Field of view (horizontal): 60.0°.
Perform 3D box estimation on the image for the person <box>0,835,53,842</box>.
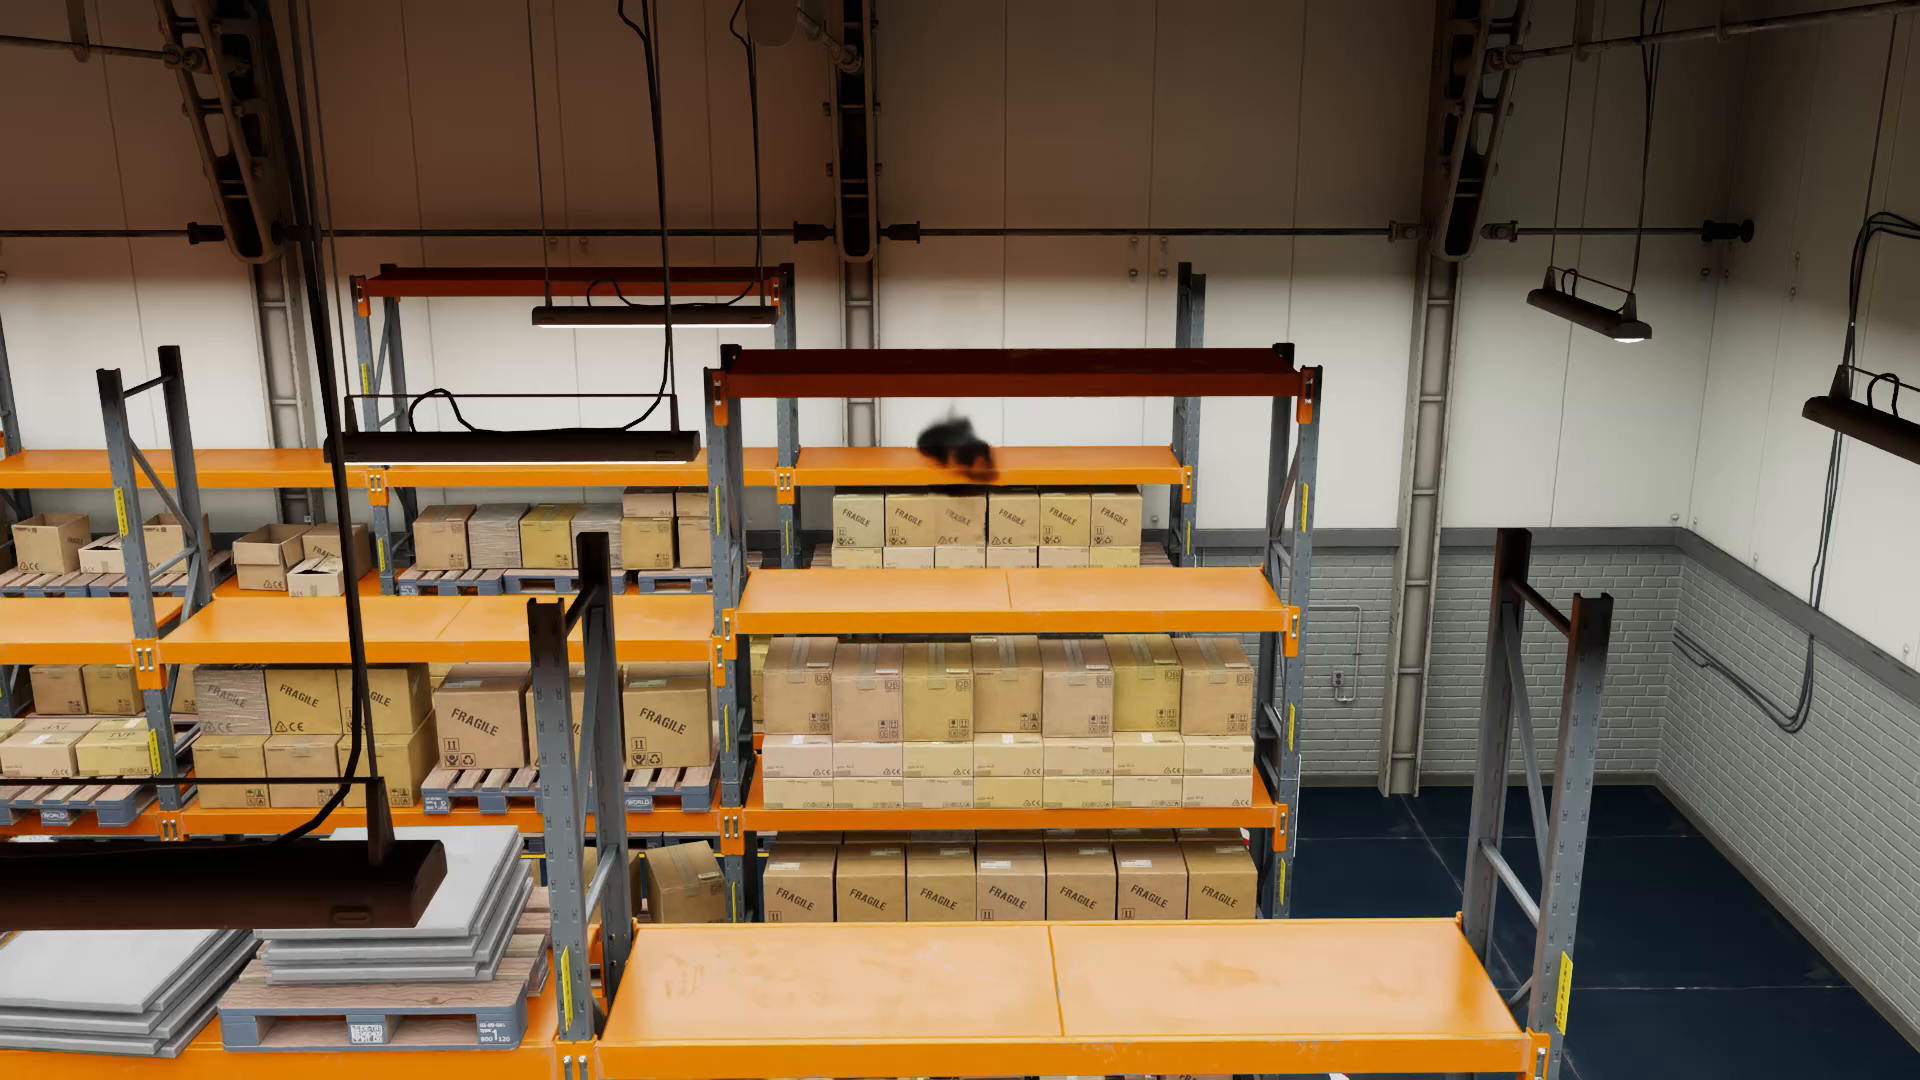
[{"bbox_3d":[-8.195,3.177,14.638,0.706,1.740,0.702,-1,16,-2],"label":"person"}]
